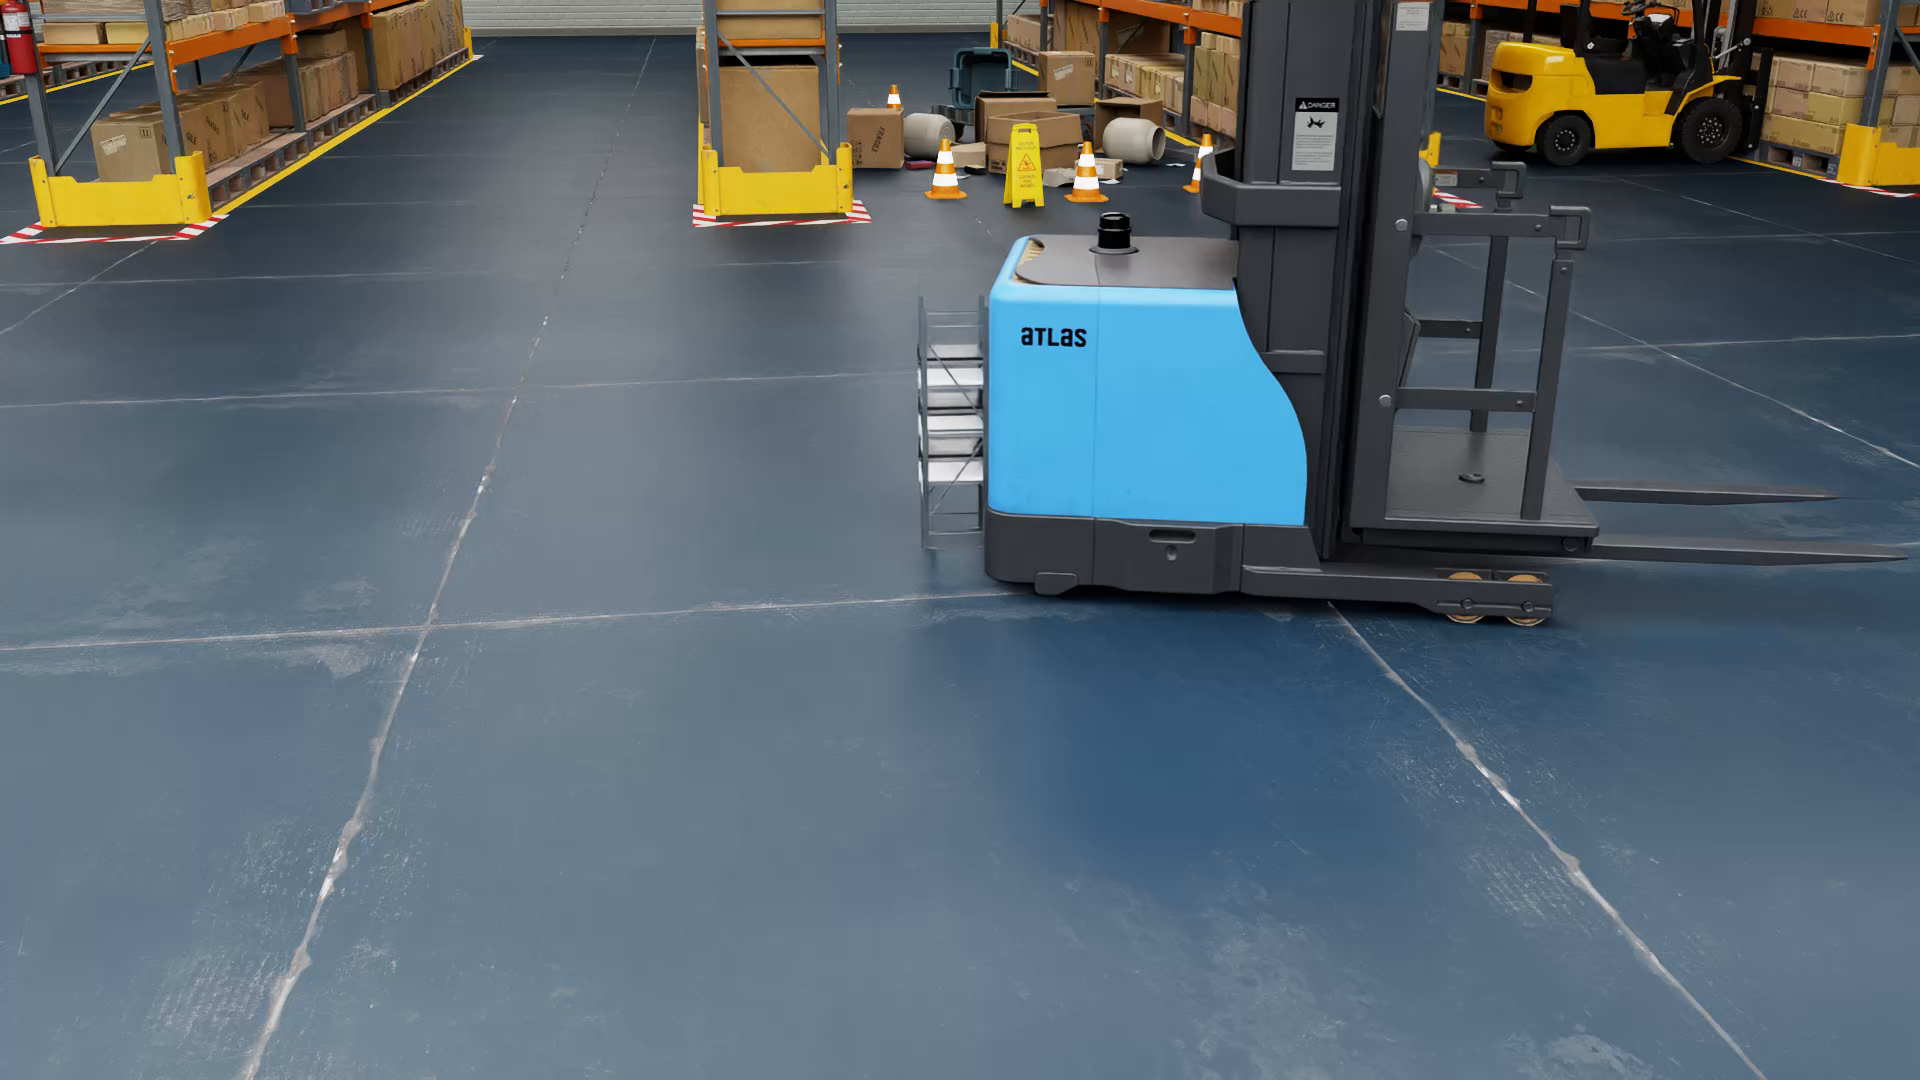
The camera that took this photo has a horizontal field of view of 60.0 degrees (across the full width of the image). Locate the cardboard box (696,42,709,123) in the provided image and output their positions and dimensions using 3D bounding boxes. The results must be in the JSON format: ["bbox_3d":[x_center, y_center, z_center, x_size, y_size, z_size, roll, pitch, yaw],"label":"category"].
[{"bbox_3d":[-2.204,-4.775,17.329,1.050,0.750,0.750,-3,21,-8],"label":"cardboard box"}]

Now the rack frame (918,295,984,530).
[{"bbox_3d":[-0.031,-0.462,6.166,0.240,0.900,0.006,-2,21,-4],"label":"rack frame"}]

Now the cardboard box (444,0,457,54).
[{"bbox_3d":[-8.375,-8.030,25.866,0.875,0.875,0.875,-3,21,-8],"label":"cardboard box"}]

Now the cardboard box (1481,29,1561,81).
[{"bbox_3d":[7.270,-6.211,21.352,0.875,0.625,0.625,-2,21,-6],"label":"cardboard box"}]

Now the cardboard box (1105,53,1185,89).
[{"bbox_3d":[2.354,-5.861,20.777,0.950,0.372,0.625,-4,21,-11],"label":"cardboard box"}]

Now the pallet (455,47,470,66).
[{"bbox_3d":[-8.485,-7.782,26.751,1.003,0.211,1.213,-3,21,-8],"label":"pallet"}]

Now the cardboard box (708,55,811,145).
[{"bbox_3d":[-1.741,-3.774,14.471,0.875,0.875,0.875,-3,21,-9],"label":"cardboard box"}]

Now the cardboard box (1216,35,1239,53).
[{"bbox_3d":[2.711,-4.828,16.187,0.380,0.149,0.250,-2,21,-6],"label":"cardboard box"}]

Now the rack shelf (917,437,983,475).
[{"bbox_3d":[-0.023,-0.311,6.114,0.258,0.077,0.200,-2,21,-4],"label":"rack shelf"}]

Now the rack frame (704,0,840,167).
[{"bbox_3d":[-1.448,-4.037,12.738,1.000,3.000,0.127,-3,21,-8],"label":"rack frame"}]

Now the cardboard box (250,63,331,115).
[{"bbox_3d":[-7.146,-4.815,17.766,0.700,0.500,0.500,-5,21,-12],"label":"cardboard box"}]

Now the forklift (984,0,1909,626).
[{"bbox_3d":[1.637,-1.287,5.473,3.031,2.935,1.130,2,21,6],"label":"forklift"}]

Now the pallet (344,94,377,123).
[{"bbox_3d":[-7.413,-5.015,19.341,1.003,0.211,1.213,-3,21,-8],"label":"pallet"}]

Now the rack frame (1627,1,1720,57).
[{"bbox_3d":[7.770,-5.958,17.882,1.000,3.000,0.127,-3,21,-8],"label":"rack frame"}]

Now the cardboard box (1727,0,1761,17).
[{"bbox_3d":[7.793,-5.308,15.999,0.500,0.500,0.500,-3,21,-7],"label":"cardboard box"}]

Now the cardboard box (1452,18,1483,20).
[{"bbox_3d":[7.187,-7.314,23.557,0.380,0.149,0.250,-3,21,-7],"label":"cardboard box"}]

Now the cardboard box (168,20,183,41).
[{"bbox_3d":[-6.193,-3.902,12.736,0.380,0.149,0.250,-3,21,-8],"label":"cardboard box"}]

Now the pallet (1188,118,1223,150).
[{"bbox_3d":[2.990,-4.170,17.078,1.003,0.211,1.213,-3,21,-8],"label":"pallet"}]

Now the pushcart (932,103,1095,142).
[{"bbox_3d":[0.610,-4.346,17.313,1.648,0.377,0.936,-11,23,-26],"label":"pushcart"}]

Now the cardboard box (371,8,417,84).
[{"bbox_3d":[-7.724,-6.342,21.346,1.225,0.875,0.875,-3,21,-8],"label":"cardboard box"}]

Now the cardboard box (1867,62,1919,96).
[{"bbox_3d":[8.465,-4.126,14.878,0.500,0.250,0.500,-3,21,-9],"label":"cardboard box"}]

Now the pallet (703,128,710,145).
[{"bbox_3d":[-1.993,-3.848,16.218,1.003,0.211,1.213,-3,21,-8],"label":"pallet"}]

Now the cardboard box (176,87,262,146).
[{"bbox_3d":[-6.840,-3.894,15.328,0.500,0.500,0.500,4,21,9],"label":"cardboard box"}]

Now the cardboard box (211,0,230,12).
[{"bbox_3d":[-6.704,-4.716,13.988,0.875,0.500,0.500,-3,21,-8],"label":"cardboard box"}]

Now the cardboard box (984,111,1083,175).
[{"bbox_3d":[0.677,-3.633,15.223,0.637,0.503,0.797,17,27,39],"label":"cardboard box"}]

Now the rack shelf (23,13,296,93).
[{"bbox_3d":[-6.660,-4.177,14.142,1.077,0.370,4.000,-3,21,-8],"label":"rack shelf"}]

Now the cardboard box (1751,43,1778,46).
[{"bbox_3d":[8.120,-5.000,17.217,0.500,0.250,0.500,-3,21,-9],"label":"cardboard box"}]

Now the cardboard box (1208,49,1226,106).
[{"bbox_3d":[2.765,-4.564,16.406,0.500,0.500,0.500,-2,21,-6],"label":"cardboard box"}]

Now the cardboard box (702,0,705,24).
[{"bbox_3d":[-1.897,-4.983,15.056,0.875,0.550,0.550,-3,21,-8],"label":"cardboard box"}]

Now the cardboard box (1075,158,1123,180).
[{"bbox_3d":[1.248,-3.338,14.940,0.380,0.149,0.250,8,22,20],"label":"cardboard box"}]

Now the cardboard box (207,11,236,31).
[{"bbox_3d":[-6.297,-4.339,13.906,0.380,0.149,0.250,-3,21,-8],"label":"cardboard box"}]

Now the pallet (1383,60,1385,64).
[{"bbox_3d":[6.771,-7.142,25.037,1.003,0.211,1.213,-3,21,-8],"label":"pallet"}]

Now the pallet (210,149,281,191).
[{"bbox_3d":[-6.637,-3.246,14.606,1.003,0.211,1.213,-3,21,-8],"label":"pallet"}]

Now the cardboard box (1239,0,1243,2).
[{"bbox_3d":[2.894,-5.205,15.298,0.500,0.500,0.500,-3,21,-7],"label":"cardboard box"}]

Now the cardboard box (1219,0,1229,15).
[{"bbox_3d":[2.744,-5.201,16.213,0.380,0.149,0.250,-2,21,-6],"label":"cardboard box"}]

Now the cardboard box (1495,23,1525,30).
[{"bbox_3d":[7.427,-6.869,22.366,0.380,0.149,0.250,-2,21,-5],"label":"cardboard box"}]

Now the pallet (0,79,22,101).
[{"bbox_3d":[-12.753,-5.728,21.251,1.003,0.211,1.213,-3,21,-8],"label":"pallet"}]

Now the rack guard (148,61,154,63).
[{"bbox_3d":[-13.595,-7.948,26.783,1.175,0.500,0.348,-3,21,-8],"label":"rack guard"}]

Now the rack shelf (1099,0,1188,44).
[{"bbox_3d":[2.570,-6.062,19.188,1.077,0.370,4.000,-3,21,-8],"label":"rack shelf"}]

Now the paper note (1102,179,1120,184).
[{"bbox_3d":[1.329,-3.158,14.627,0.148,0.019,0.142,-11,23,-26],"label":"paper note"}]

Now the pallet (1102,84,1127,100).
[{"bbox_3d":[2.393,-5.515,20.679,1.003,0.211,1.213,-3,21,-8],"label":"pallet"}]

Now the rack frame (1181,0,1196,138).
[{"bbox_3d":[2.859,-5.707,17.208,1.000,3.000,0.127,-3,21,-8],"label":"rack frame"}]

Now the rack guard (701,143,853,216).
[{"bbox_3d":[-1.445,-2.858,13.153,1.175,0.500,0.348,-3,21,-8],"label":"rack guard"}]

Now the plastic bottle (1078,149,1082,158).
[{"bbox_3d":[1.189,-3.789,16.273,0.133,0.061,0.283,1,20,2],"label":"plastic bottle"}]

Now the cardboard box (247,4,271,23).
[{"bbox_3d":[-6.476,-4.772,15.065,0.380,0.149,0.250,-3,21,-8],"label":"cardboard box"}]

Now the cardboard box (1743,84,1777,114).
[{"bbox_3d":[7.810,-4.221,15.845,0.500,0.250,0.500,-3,21,-9],"label":"cardboard box"}]

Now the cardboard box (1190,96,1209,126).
[{"bbox_3d":[2.677,-4.397,17.032,0.500,0.250,0.500,-4,21,-10],"label":"cardboard box"}]

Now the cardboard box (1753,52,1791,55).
[{"bbox_3d":[7.744,-4.621,16.201,0.500,0.250,0.500,-3,21,-9],"label":"cardboard box"}]

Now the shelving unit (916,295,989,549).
[{"bbox_3d":[-0.024,-0.427,6.071,0.258,0.900,0.210,-2,21,-4],"label":"shelving unit"}]

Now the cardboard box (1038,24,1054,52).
[{"bbox_3d":[1.721,-7.696,25.595,0.875,0.438,0.875,-3,21,-9],"label":"cardboard box"}]
